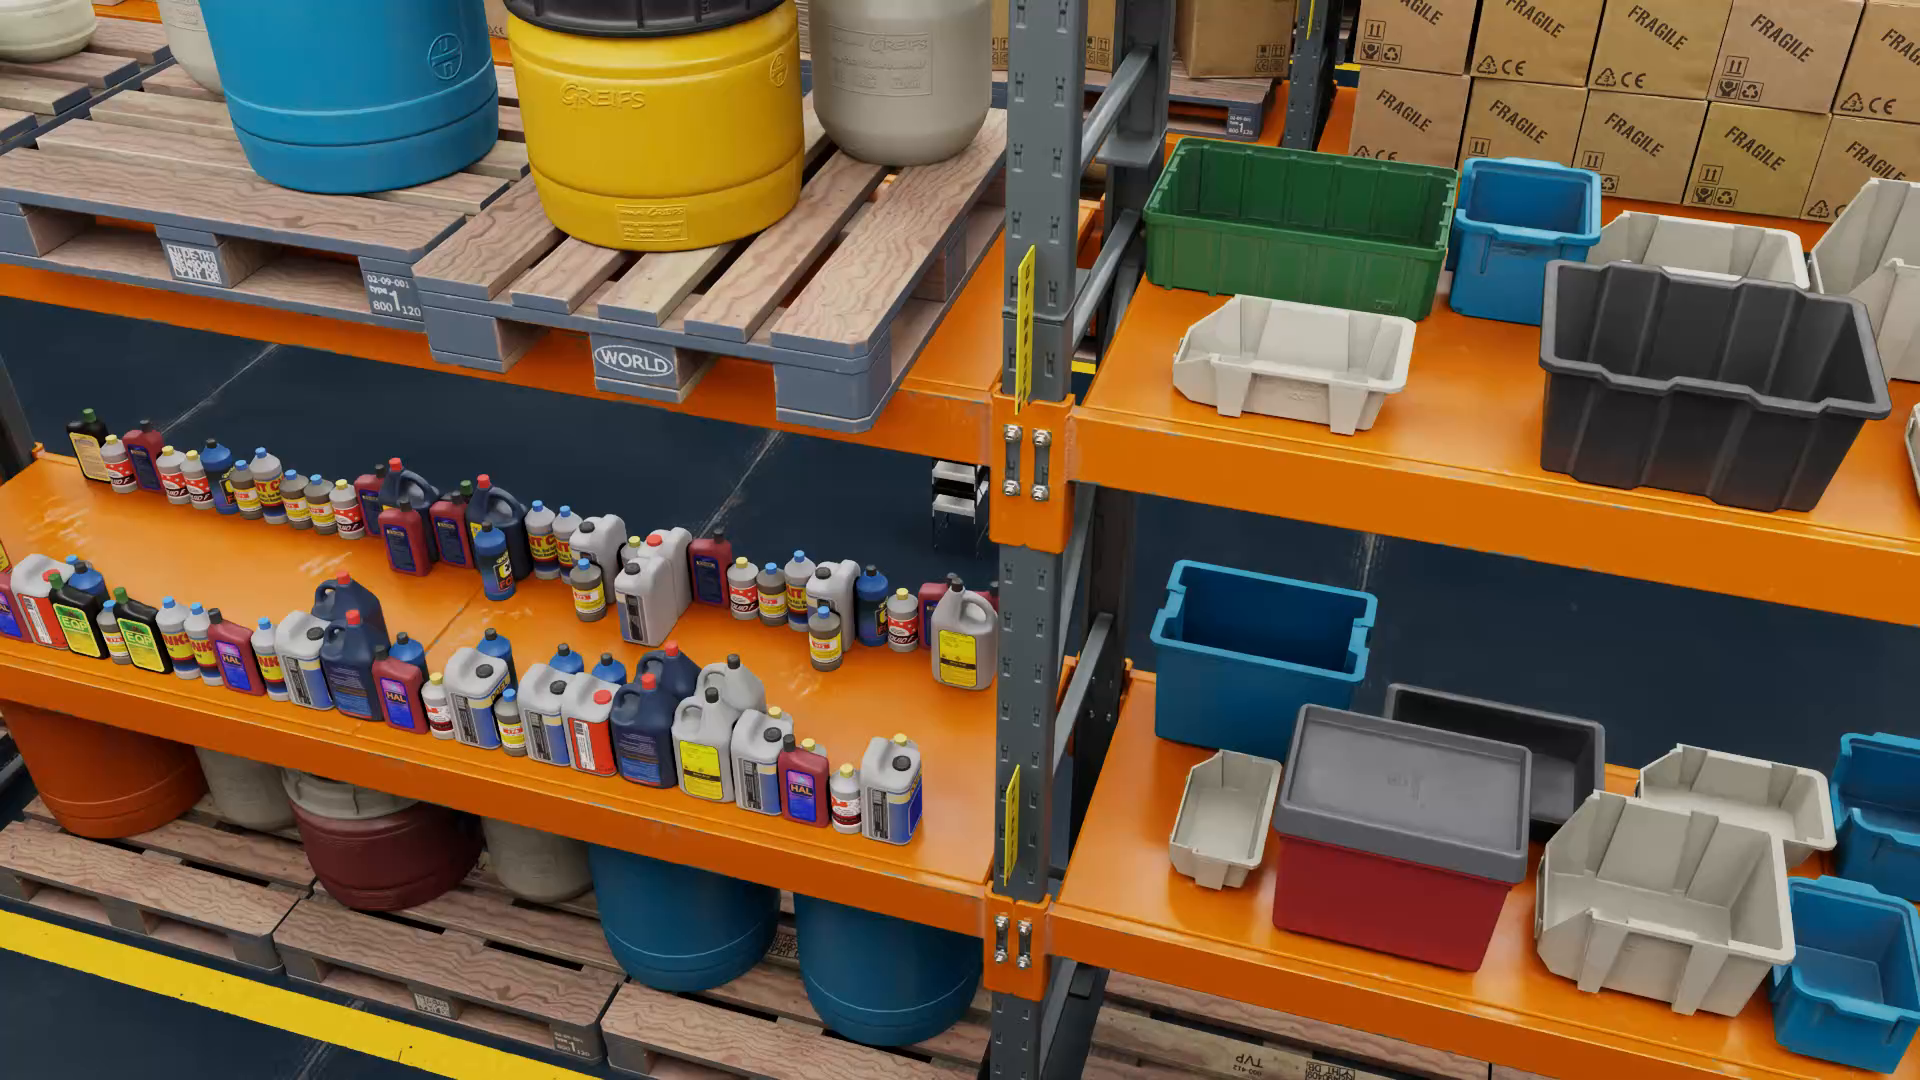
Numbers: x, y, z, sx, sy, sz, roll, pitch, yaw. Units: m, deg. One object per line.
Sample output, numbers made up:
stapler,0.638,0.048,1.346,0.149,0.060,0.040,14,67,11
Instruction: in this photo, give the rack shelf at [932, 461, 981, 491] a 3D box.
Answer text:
rack shelf,0.008,-0.334,7.501,0.200,0.077,0.258,10,38,14

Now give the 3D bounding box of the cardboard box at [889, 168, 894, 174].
cardboard box,-0.589,-2.059,9.755,0.500,0.500,0.500,9,37,12

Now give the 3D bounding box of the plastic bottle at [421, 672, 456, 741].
plastic bottle,-1.479,0.466,4.754,0.097,0.201,0.097,0,36,0

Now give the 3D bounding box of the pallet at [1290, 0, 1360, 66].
pallet,2.487,-4.080,13.115,1.213,0.211,1.003,10,38,14

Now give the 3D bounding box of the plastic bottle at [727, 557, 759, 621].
plastic bottle,-0.674,0.144,5.192,0.097,0.201,0.097,0,36,0

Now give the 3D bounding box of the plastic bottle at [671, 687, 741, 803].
plastic bottle,-0.683,0.539,4.529,0.185,0.351,0.144,10,38,14

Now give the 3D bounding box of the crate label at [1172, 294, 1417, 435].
crate label,0.673,-0.356,3.395,0.466,0.136,0.293,10,38,14

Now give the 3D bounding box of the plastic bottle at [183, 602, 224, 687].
plastic bottle,-2.225,0.300,4.921,0.097,0.271,0.097,0,36,0

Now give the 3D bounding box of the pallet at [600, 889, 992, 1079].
pallet,-0.432,1.459,5.589,1.213,0.211,1.003,10,38,14

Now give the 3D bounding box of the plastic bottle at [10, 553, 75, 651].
plastic bottle,-2.768,0.180,5.079,0.135,0.276,0.152,10,38,14

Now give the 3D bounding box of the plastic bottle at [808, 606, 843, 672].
plastic bottle,-0.405,0.288,4.996,0.097,0.201,0.097,0,36,0

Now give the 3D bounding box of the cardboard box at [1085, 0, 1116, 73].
cardboard box,0.712,-2.811,8.600,0.500,0.500,0.700,16,39,21

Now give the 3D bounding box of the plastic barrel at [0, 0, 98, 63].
plastic barrel,-2.459,-1.426,4.388,0.301,0.262,0.301,0,36,0

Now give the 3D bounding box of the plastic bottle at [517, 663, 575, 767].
plastic bottle,-1.139,0.482,4.669,0.135,0.276,0.152,10,38,14

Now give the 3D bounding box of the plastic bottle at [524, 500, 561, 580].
plastic bottle,-1.337,-0.007,5.338,0.097,0.271,0.097,0,36,0

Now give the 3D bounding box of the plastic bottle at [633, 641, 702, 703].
plastic bottle,-0.817,0.425,4.684,0.185,0.351,0.144,10,38,14

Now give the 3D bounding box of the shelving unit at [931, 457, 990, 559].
shelving unit,0.008,-0.361,7.481,0.210,0.900,0.258,10,38,14

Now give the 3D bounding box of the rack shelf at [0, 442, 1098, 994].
rack shelf,-1.617,0.433,5.239,4.000,0.370,1.077,10,38,14

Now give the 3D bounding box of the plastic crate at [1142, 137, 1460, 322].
plastic crate,0.786,-0.723,3.849,0.662,0.188,0.450,10,38,14

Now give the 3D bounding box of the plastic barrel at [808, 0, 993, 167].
plastic barrel,-0.136,-1.170,3.810,0.433,0.535,0.433,0,36,0

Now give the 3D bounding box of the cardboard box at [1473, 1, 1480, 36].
cardboard box,2.332,-2.806,8.104,0.500,0.500,0.500,11,38,14

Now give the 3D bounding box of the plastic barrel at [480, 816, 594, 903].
plastic barrel,-1.411,0.948,5.676,0.421,0.512,0.421,0,36,0

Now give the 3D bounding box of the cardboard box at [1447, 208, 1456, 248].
cardboard box,2.401,-1.536,9.044,0.500,0.500,0.500,10,38,14

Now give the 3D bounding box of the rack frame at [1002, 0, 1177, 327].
rack frame,0.292,-1.920,2.767,0.127,3.000,1.000,10,38,14

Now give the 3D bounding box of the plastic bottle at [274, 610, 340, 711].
plastic bottle,-1.886,0.344,4.857,0.135,0.276,0.152,10,38,14

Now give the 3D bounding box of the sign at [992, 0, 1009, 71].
sign,0.068,-2.792,8.575,0.661,0.500,0.804,10,38,14

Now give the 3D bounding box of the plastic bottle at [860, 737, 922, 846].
plastic bottle,-0.181,0.660,4.428,0.135,0.276,0.152,10,38,14

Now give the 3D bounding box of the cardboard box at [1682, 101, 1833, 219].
cardboard box,3.630,-1.834,7.627,0.500,0.500,0.500,10,38,13

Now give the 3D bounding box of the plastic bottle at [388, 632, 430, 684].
plastic bottle,-1.589,0.380,4.812,0.097,0.271,0.097,0,36,0

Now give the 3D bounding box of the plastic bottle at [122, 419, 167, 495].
plastic bottle,-2.793,-0.293,5.716,0.133,0.283,0.061,10,38,14

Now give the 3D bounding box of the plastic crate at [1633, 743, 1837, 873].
plastic crate,2.044,0.716,4.418,0.466,0.136,0.293,10,38,14

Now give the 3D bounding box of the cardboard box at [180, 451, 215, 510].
cardboard box,-3.566,-1.517,8.368,3.820,1.291,5.055,11,38,15

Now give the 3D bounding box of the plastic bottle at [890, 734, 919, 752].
plastic bottle,-0.161,0.616,4.551,0.097,0.201,0.097,0,36,0

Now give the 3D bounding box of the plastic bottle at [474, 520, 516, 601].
plastic bottle,-1.473,0.057,5.250,0.098,0.271,0.098,0,36,0

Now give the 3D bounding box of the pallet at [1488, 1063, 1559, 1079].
pallet,2.174,1.942,4.933,1.213,0.211,1.003,10,38,14

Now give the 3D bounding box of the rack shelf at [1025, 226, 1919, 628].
rack shelf,2.201,-0.069,3.389,4.000,0.370,1.077,10,38,14

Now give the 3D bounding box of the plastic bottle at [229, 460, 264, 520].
plastic bottle,-2.409,-0.177,5.628,0.097,0.201,0.097,0,36,0

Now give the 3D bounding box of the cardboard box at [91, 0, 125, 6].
cardboard box,-5.079,-3.346,9.978,0.250,0.149,0.380,10,38,14

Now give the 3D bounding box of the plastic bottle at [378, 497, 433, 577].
plastic bottle,-1.788,-0.017,5.341,0.133,0.283,0.061,10,38,14

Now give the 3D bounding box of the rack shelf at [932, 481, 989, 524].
rack shelf,0.008,-0.189,7.608,0.200,0.077,0.258,10,38,14

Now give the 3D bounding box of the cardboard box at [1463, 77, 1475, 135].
cardboard box,2.819,-2.312,8.277,0.500,0.500,0.500,12,38,15

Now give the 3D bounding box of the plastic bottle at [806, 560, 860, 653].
plastic bottle,-0.386,0.184,5.074,0.135,0.276,0.152,10,38,14

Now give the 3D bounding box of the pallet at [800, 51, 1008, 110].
pallet,-0.188,-2.594,8.906,1.213,0.211,1.003,10,38,14
